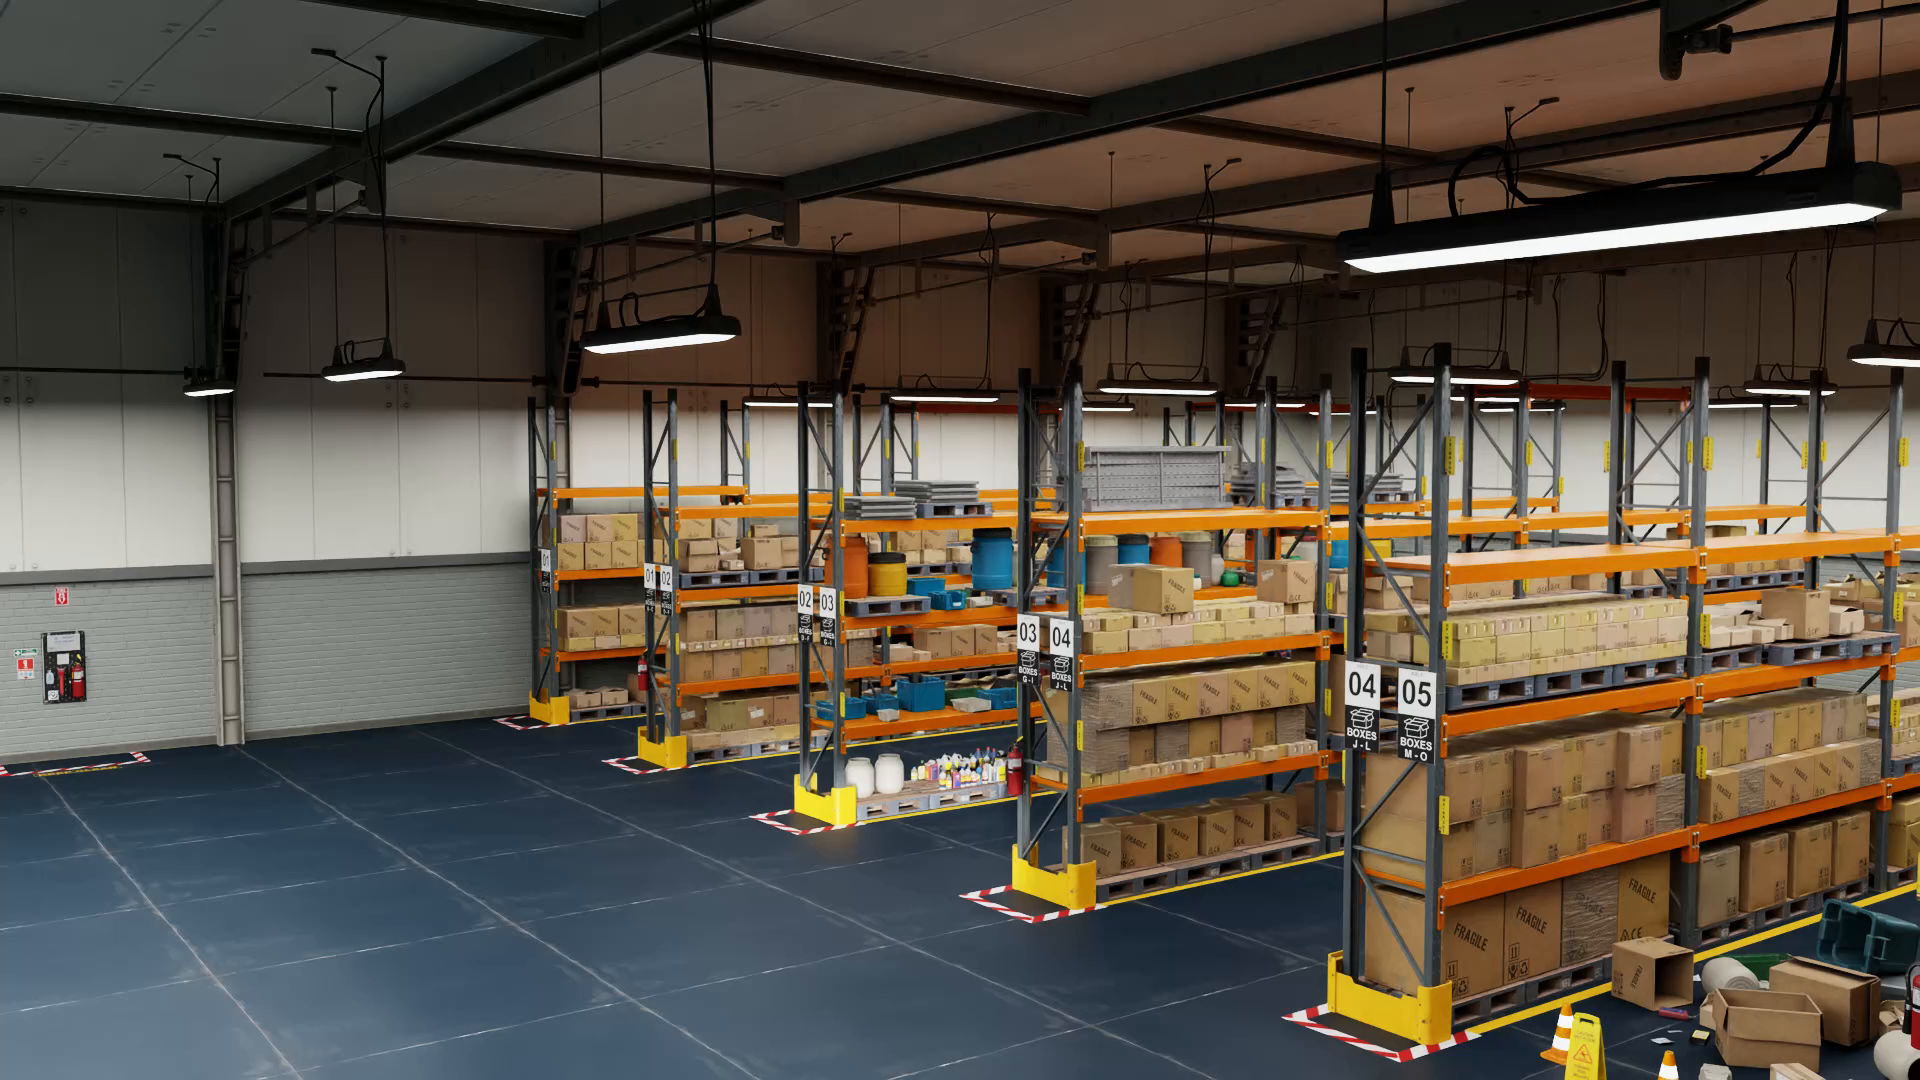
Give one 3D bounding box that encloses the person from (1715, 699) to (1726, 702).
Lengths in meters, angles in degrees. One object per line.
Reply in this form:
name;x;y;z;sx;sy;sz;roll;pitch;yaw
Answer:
person;10.012;2.996;21.923;0.573;1.815;0.578;-2;4;-28
